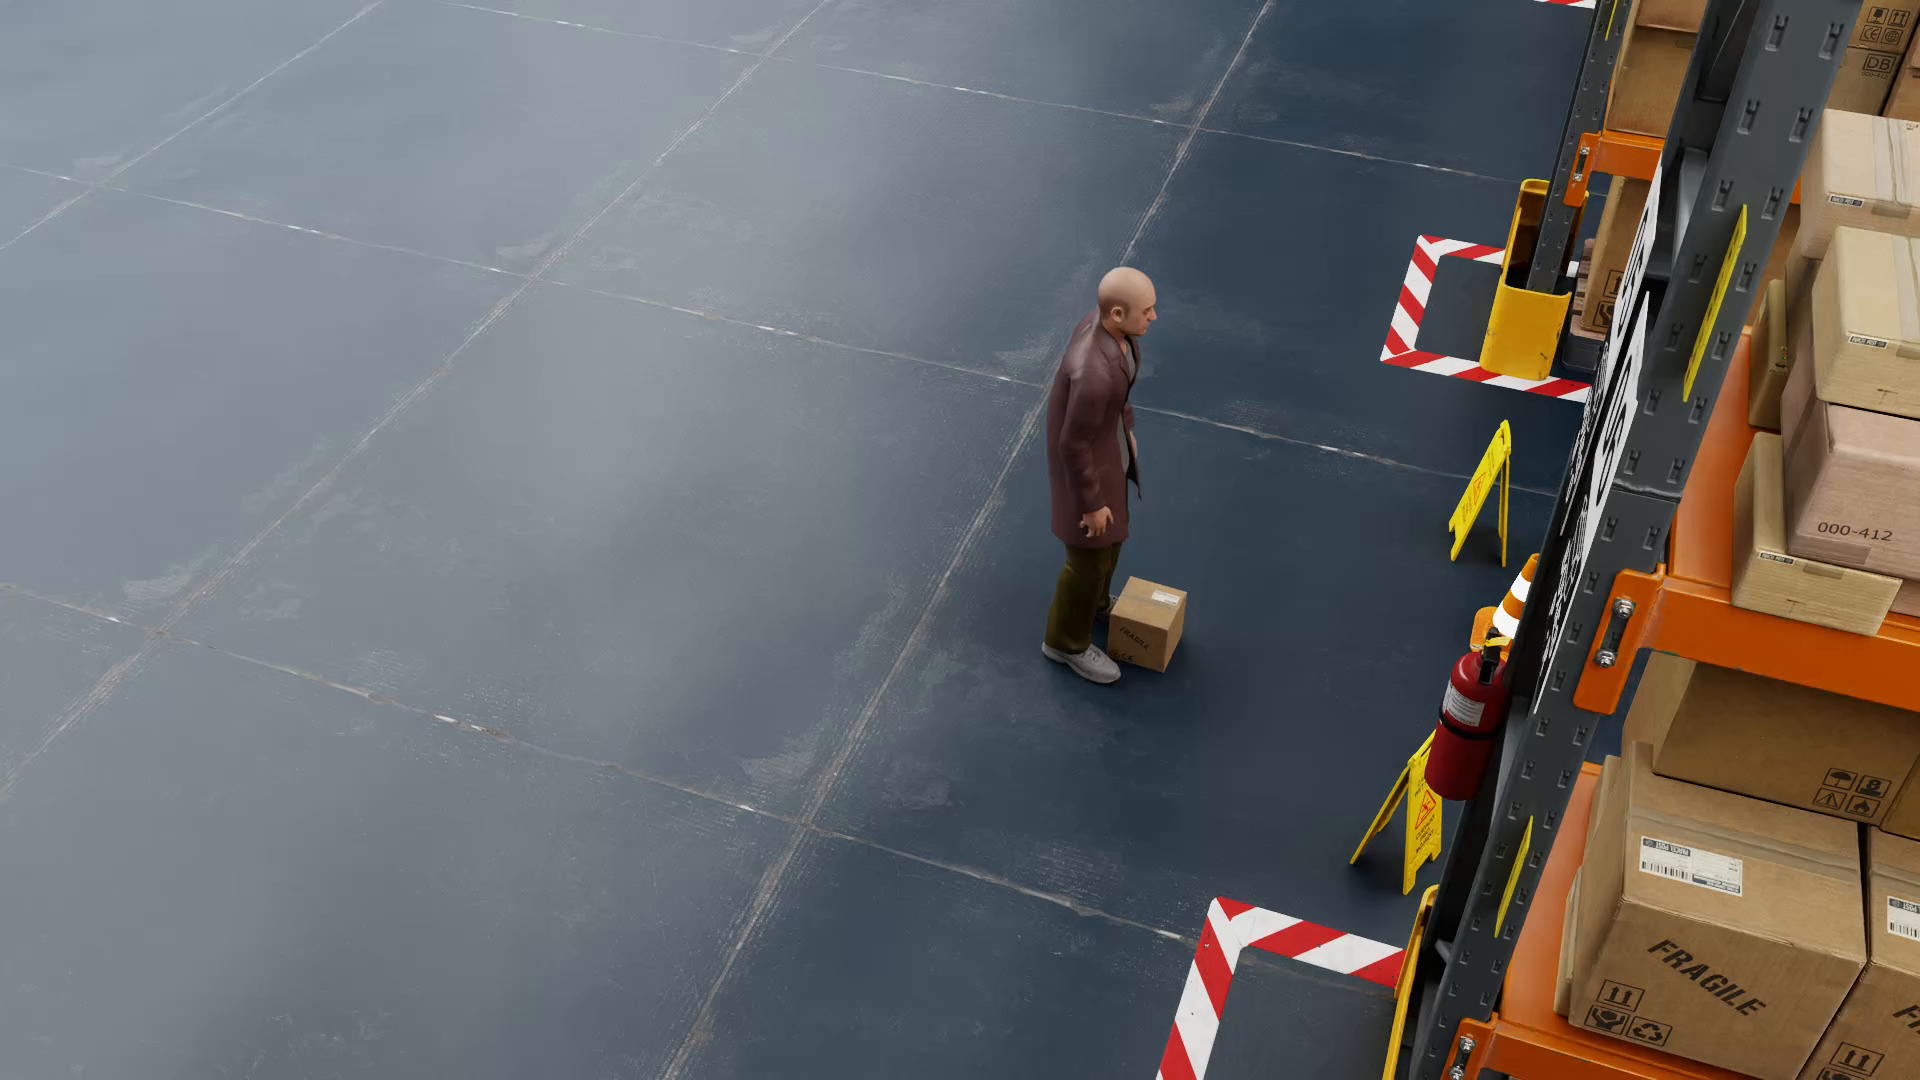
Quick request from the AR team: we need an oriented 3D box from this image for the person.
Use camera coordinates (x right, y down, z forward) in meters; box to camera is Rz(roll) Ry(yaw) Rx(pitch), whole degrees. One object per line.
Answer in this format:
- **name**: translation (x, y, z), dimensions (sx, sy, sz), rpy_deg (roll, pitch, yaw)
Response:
- **person**: translation (0.545, -0.286, 6.499), dimensions (0.417, 1.774, 0.656), rpy_deg (12, 42, 13)
